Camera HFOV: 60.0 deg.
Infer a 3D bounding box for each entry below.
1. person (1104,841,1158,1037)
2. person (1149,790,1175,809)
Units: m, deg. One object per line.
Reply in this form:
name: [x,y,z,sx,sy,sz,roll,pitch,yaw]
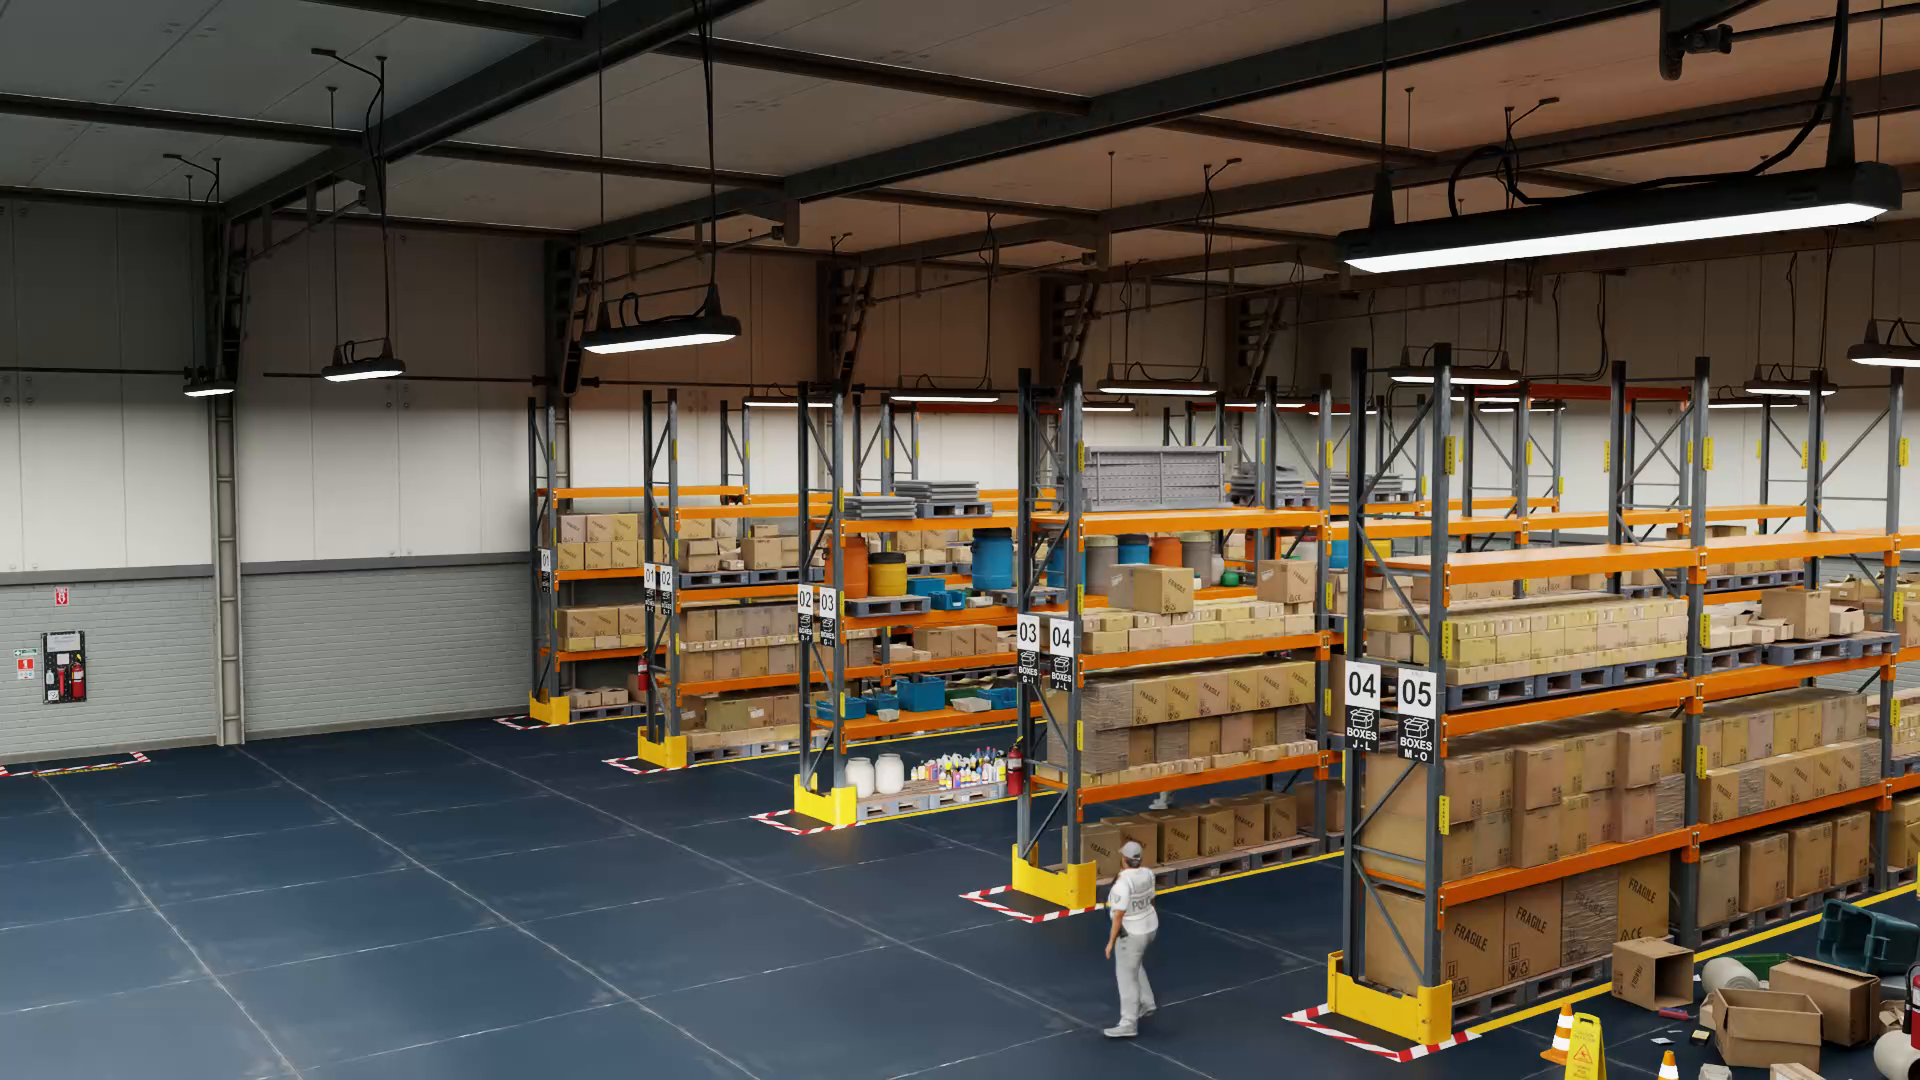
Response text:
person: [1.501,3.462,14.586,0.422,1.668,0.621,2,4,30]
person: [2.884,2.940,23.448,0.451,1.669,0.551,2,4,35]
